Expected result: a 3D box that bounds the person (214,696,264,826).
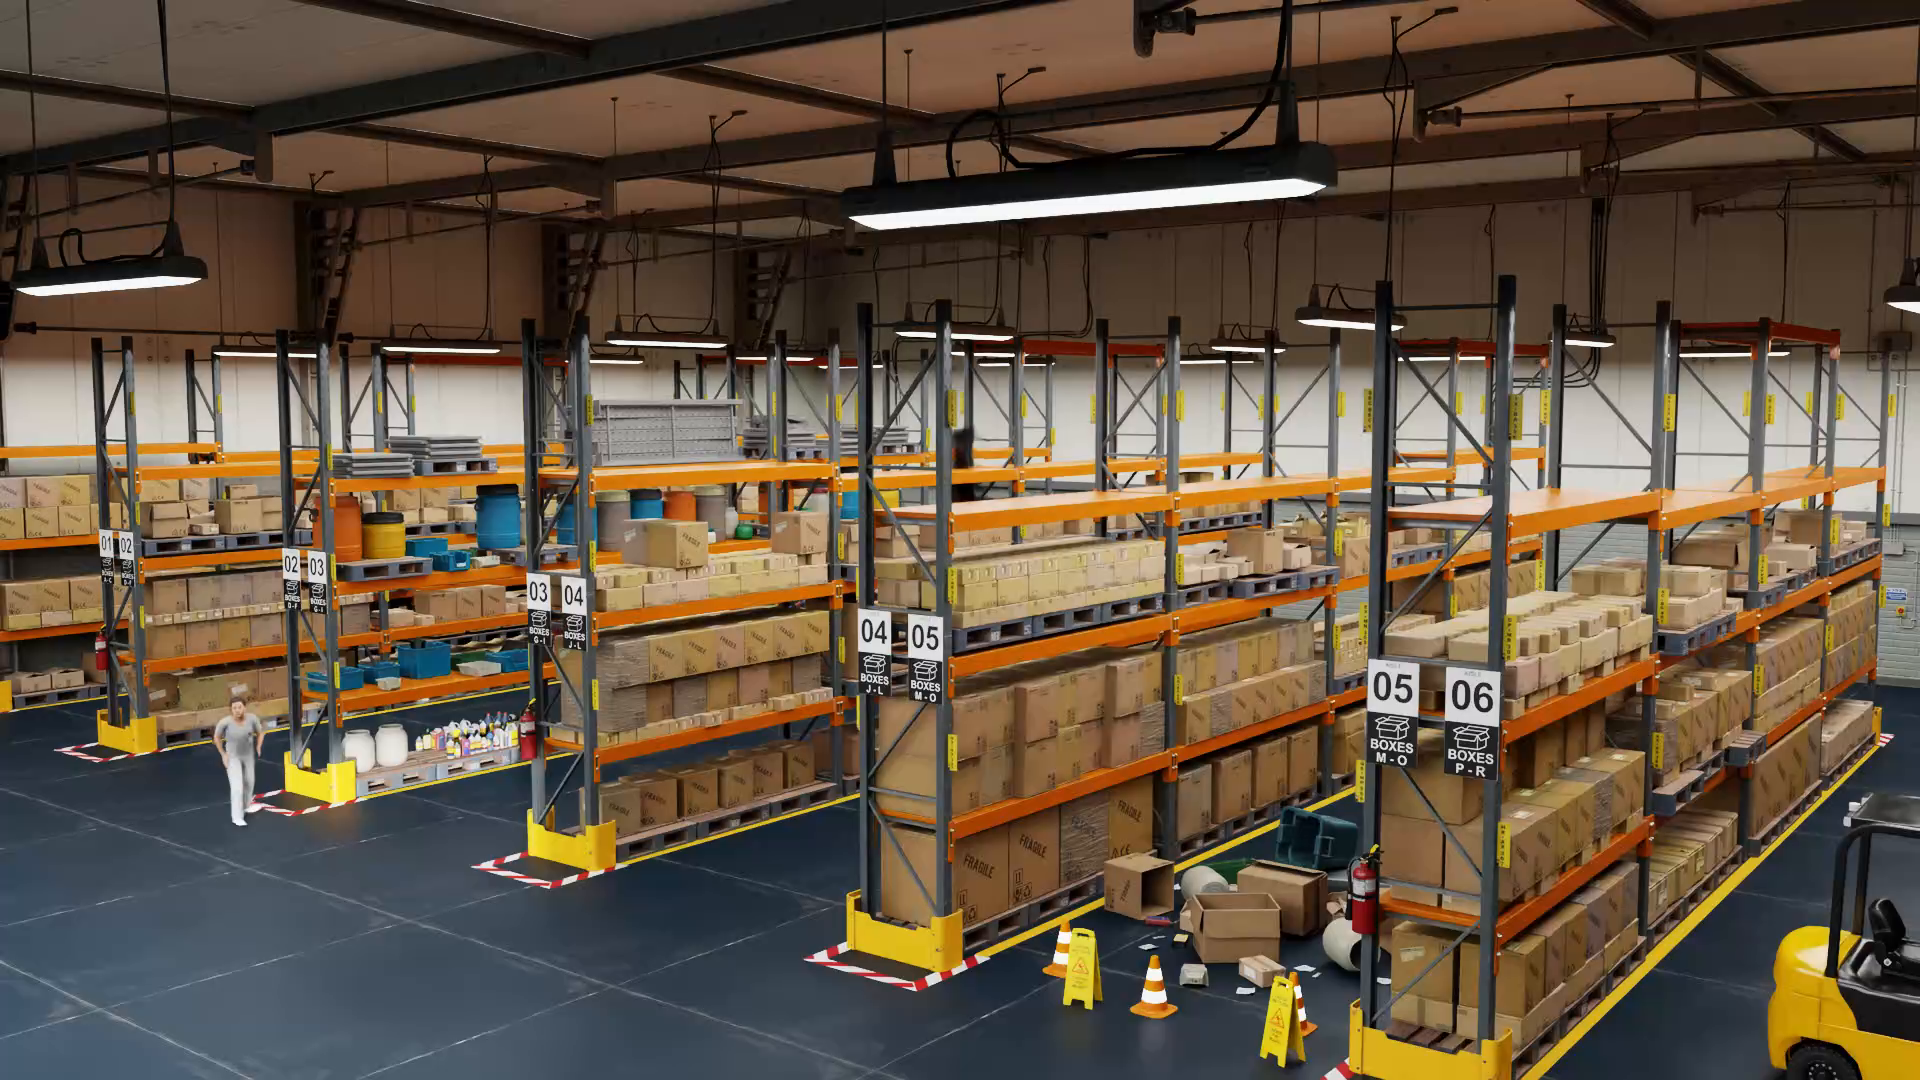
[{"bbox_3d":[-8.685,2.633,20.109,0.847,1.591,0.629,5,7,43],"label":"person"}]
